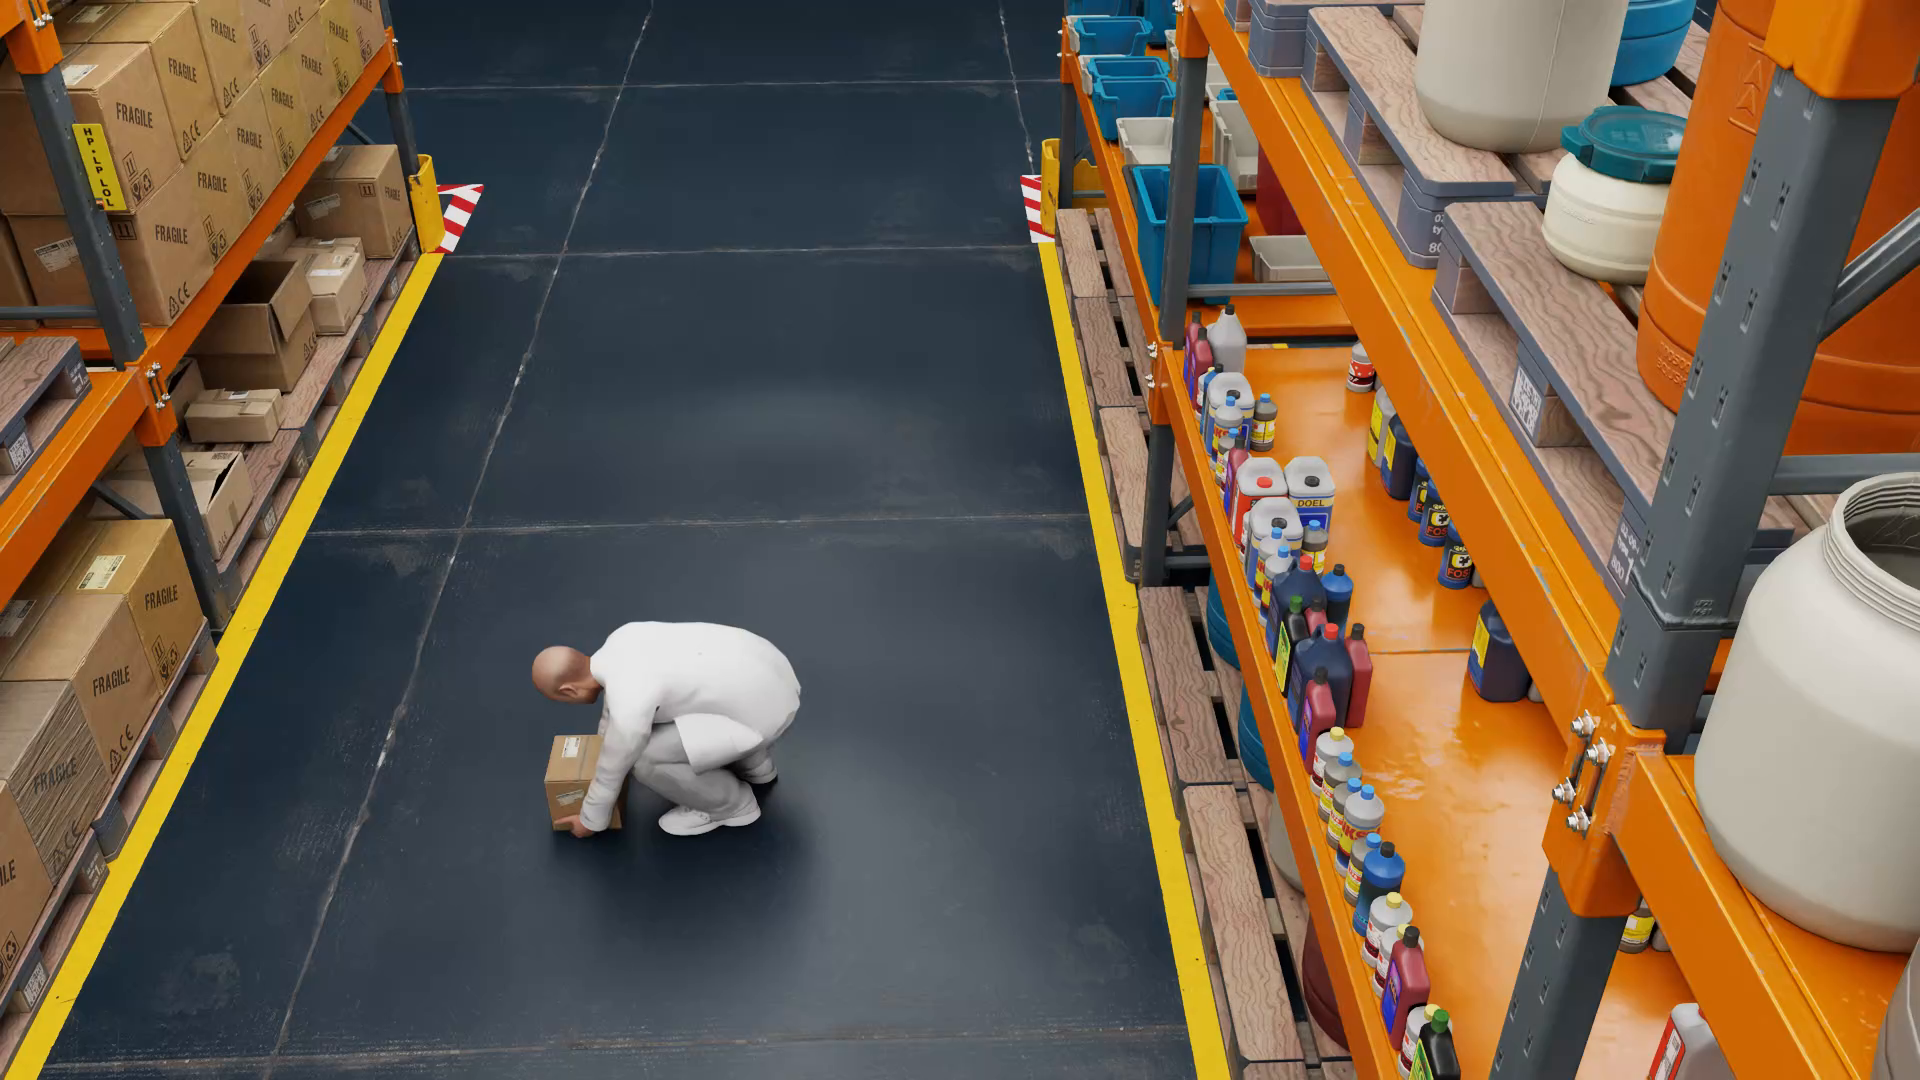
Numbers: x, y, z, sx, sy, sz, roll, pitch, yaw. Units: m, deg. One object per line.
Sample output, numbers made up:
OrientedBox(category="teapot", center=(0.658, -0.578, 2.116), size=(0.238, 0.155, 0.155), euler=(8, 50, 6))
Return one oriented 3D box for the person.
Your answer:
OrientedBox(category="person", center=(-1.042, 0.677, 6.074), size=(0.929, 0.810, 0.570), euler=(-2, 35, -3))
